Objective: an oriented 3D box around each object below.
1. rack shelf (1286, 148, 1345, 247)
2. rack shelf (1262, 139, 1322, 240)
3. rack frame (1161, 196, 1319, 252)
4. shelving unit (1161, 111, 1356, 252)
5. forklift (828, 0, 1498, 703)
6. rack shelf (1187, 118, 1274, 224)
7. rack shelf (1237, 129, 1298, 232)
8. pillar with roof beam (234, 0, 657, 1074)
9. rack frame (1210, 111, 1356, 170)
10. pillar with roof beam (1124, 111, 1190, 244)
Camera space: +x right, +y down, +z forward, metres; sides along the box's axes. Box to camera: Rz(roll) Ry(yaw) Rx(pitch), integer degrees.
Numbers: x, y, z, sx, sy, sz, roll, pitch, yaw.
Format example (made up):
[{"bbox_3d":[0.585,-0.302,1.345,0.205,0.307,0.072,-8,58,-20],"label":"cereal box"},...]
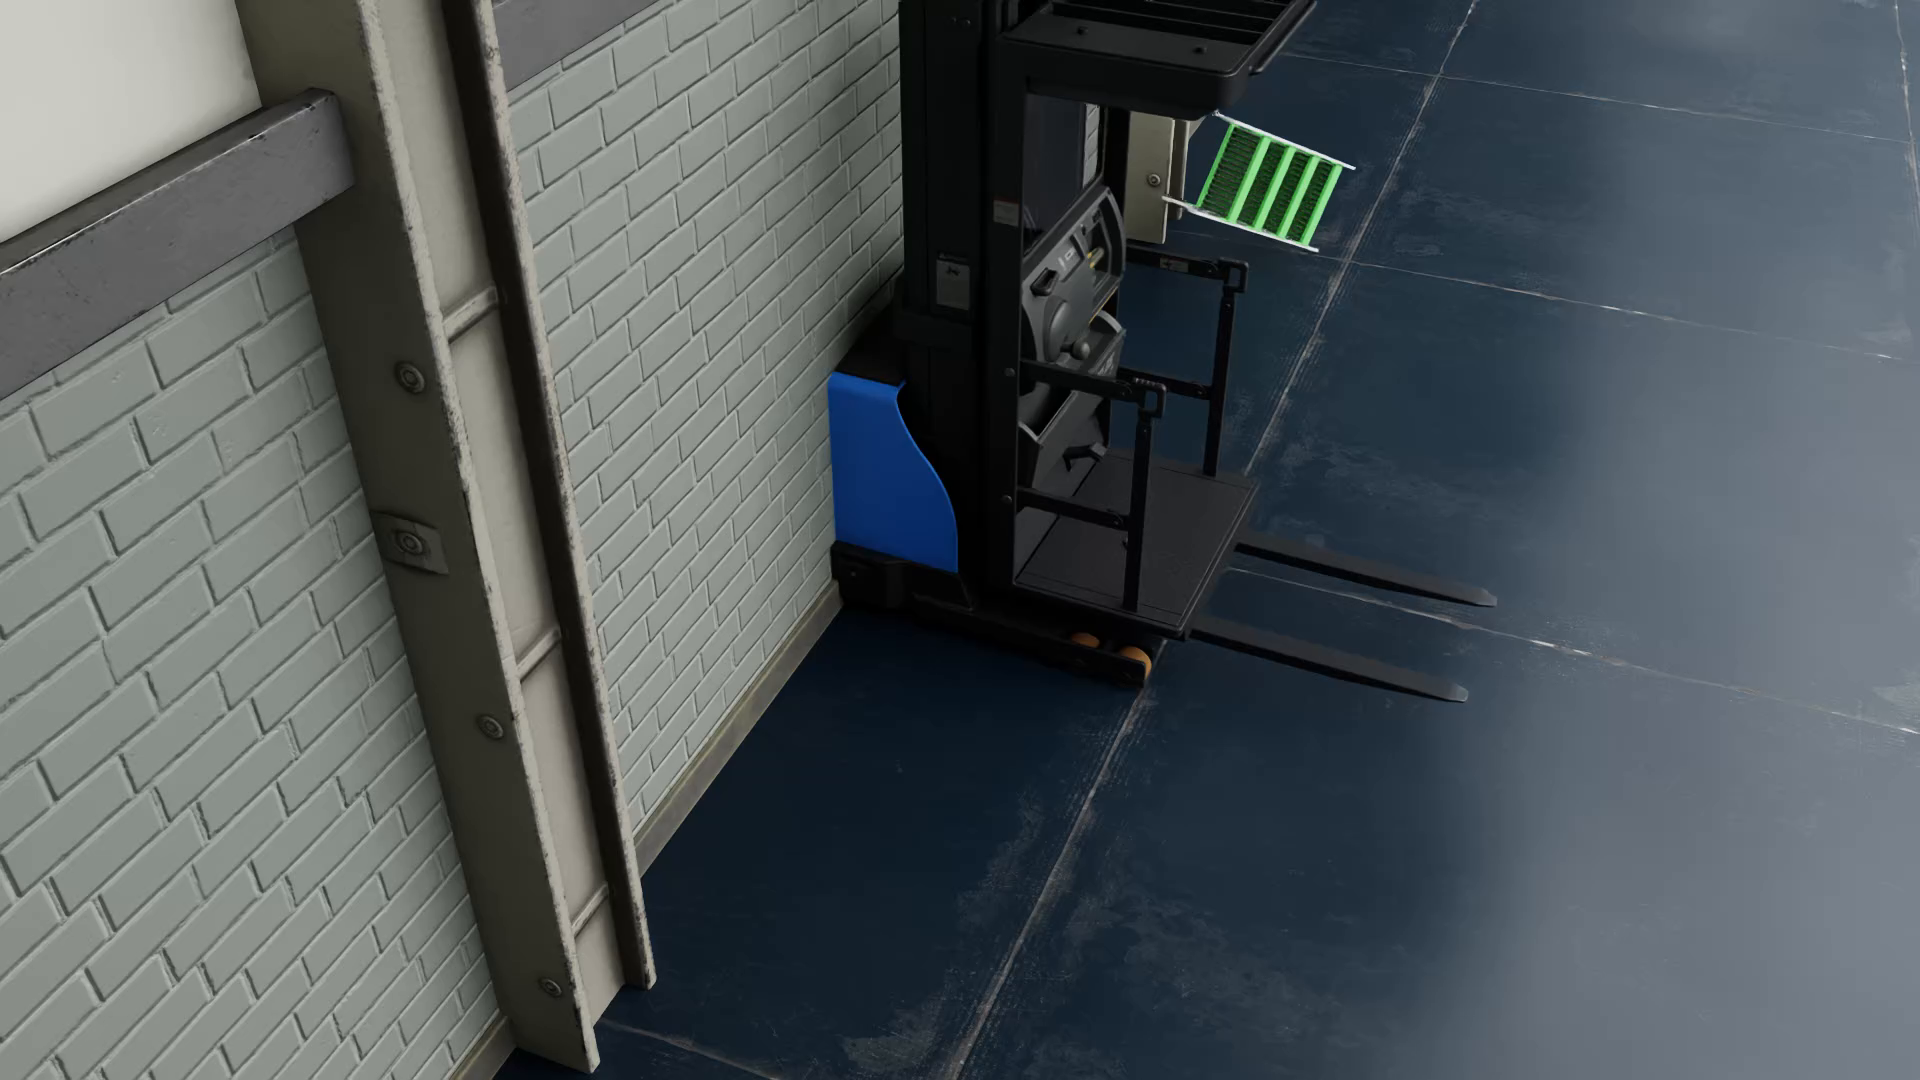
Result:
[{"bbox_3d":[1.914,-1.914,9.280,0.148,0.480,0.258,3,25,-47],"label":"rack shelf"},{"bbox_3d":[1.750,-1.923,9.105,0.148,0.480,0.258,3,25,-47],"label":"rack shelf"},{"bbox_3d":[1.541,-1.713,9.048,1.200,0.015,0.240,3,25,-47],"label":"rack frame"},{"bbox_3d":[1.629,-1.930,8.977,1.200,0.503,0.258,3,25,-47],"label":"shelving unit"},{"bbox_3d":[0.610,-0.959,6.085,3.031,2.935,1.130,15,39,19],"label":"forklift"},{"bbox_3d":[1.421,-1.941,8.756,0.148,0.480,0.258,3,25,-47],"label":"rack shelf"},{"bbox_3d":[1.585,-1.932,8.931,0.148,0.480,0.258,3,25,-47],"label":"rack shelf"},{"bbox_3d":[2.789,-1.139,1.257,9.100,9.000,0.400,14,39,18],"label":"pillar with roof beam"},{"bbox_3d":[1.716,-2.146,8.906,1.200,0.015,0.240,3,25,-47],"label":"rack frame"},{"bbox_3d":[5.072,-4.461,5.702,9.100,9.000,0.400,14,39,18],"label":"pillar with roof beam"}]
